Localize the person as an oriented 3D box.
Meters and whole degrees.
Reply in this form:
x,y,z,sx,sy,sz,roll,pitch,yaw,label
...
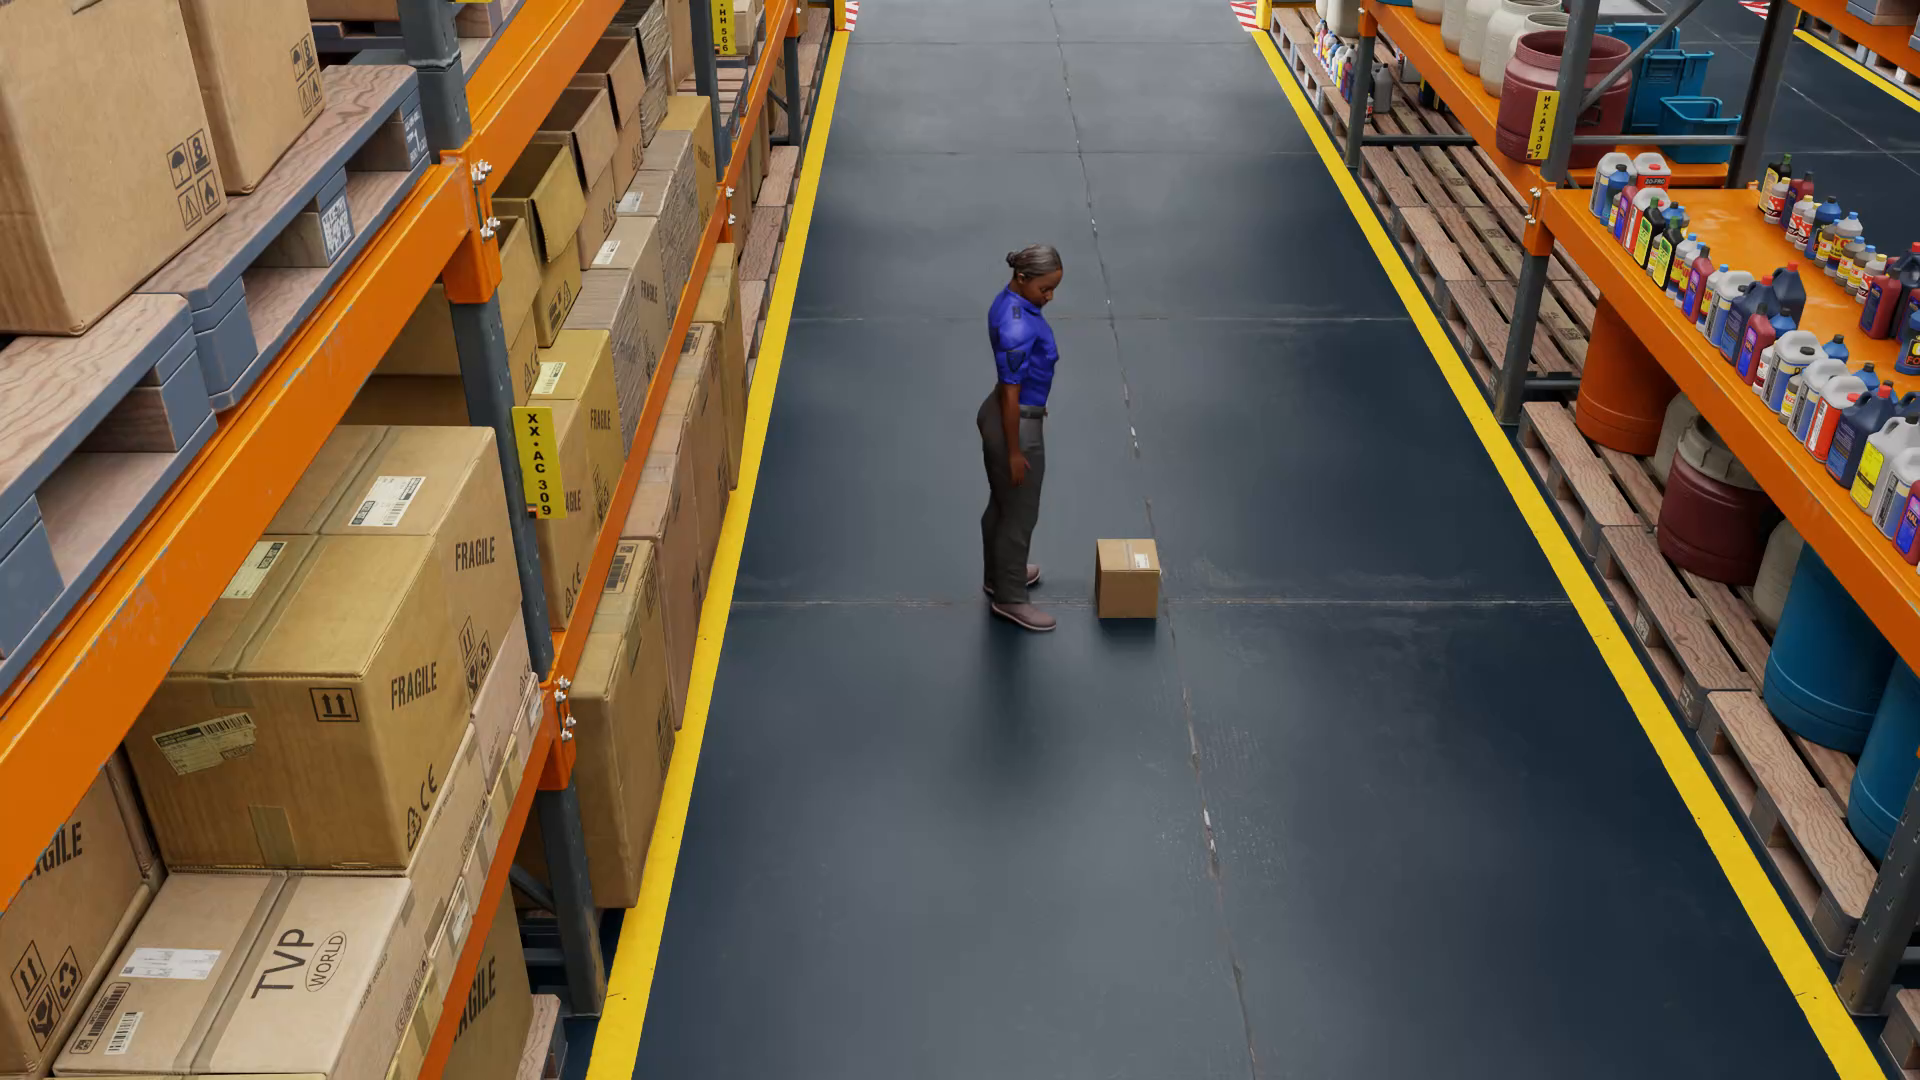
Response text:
x,y,z,sx,sy,sz,roll,pitch,yaw,label
0.239,-0.443,6.855,0.333,1.664,0.543,-4,32,-6,person
